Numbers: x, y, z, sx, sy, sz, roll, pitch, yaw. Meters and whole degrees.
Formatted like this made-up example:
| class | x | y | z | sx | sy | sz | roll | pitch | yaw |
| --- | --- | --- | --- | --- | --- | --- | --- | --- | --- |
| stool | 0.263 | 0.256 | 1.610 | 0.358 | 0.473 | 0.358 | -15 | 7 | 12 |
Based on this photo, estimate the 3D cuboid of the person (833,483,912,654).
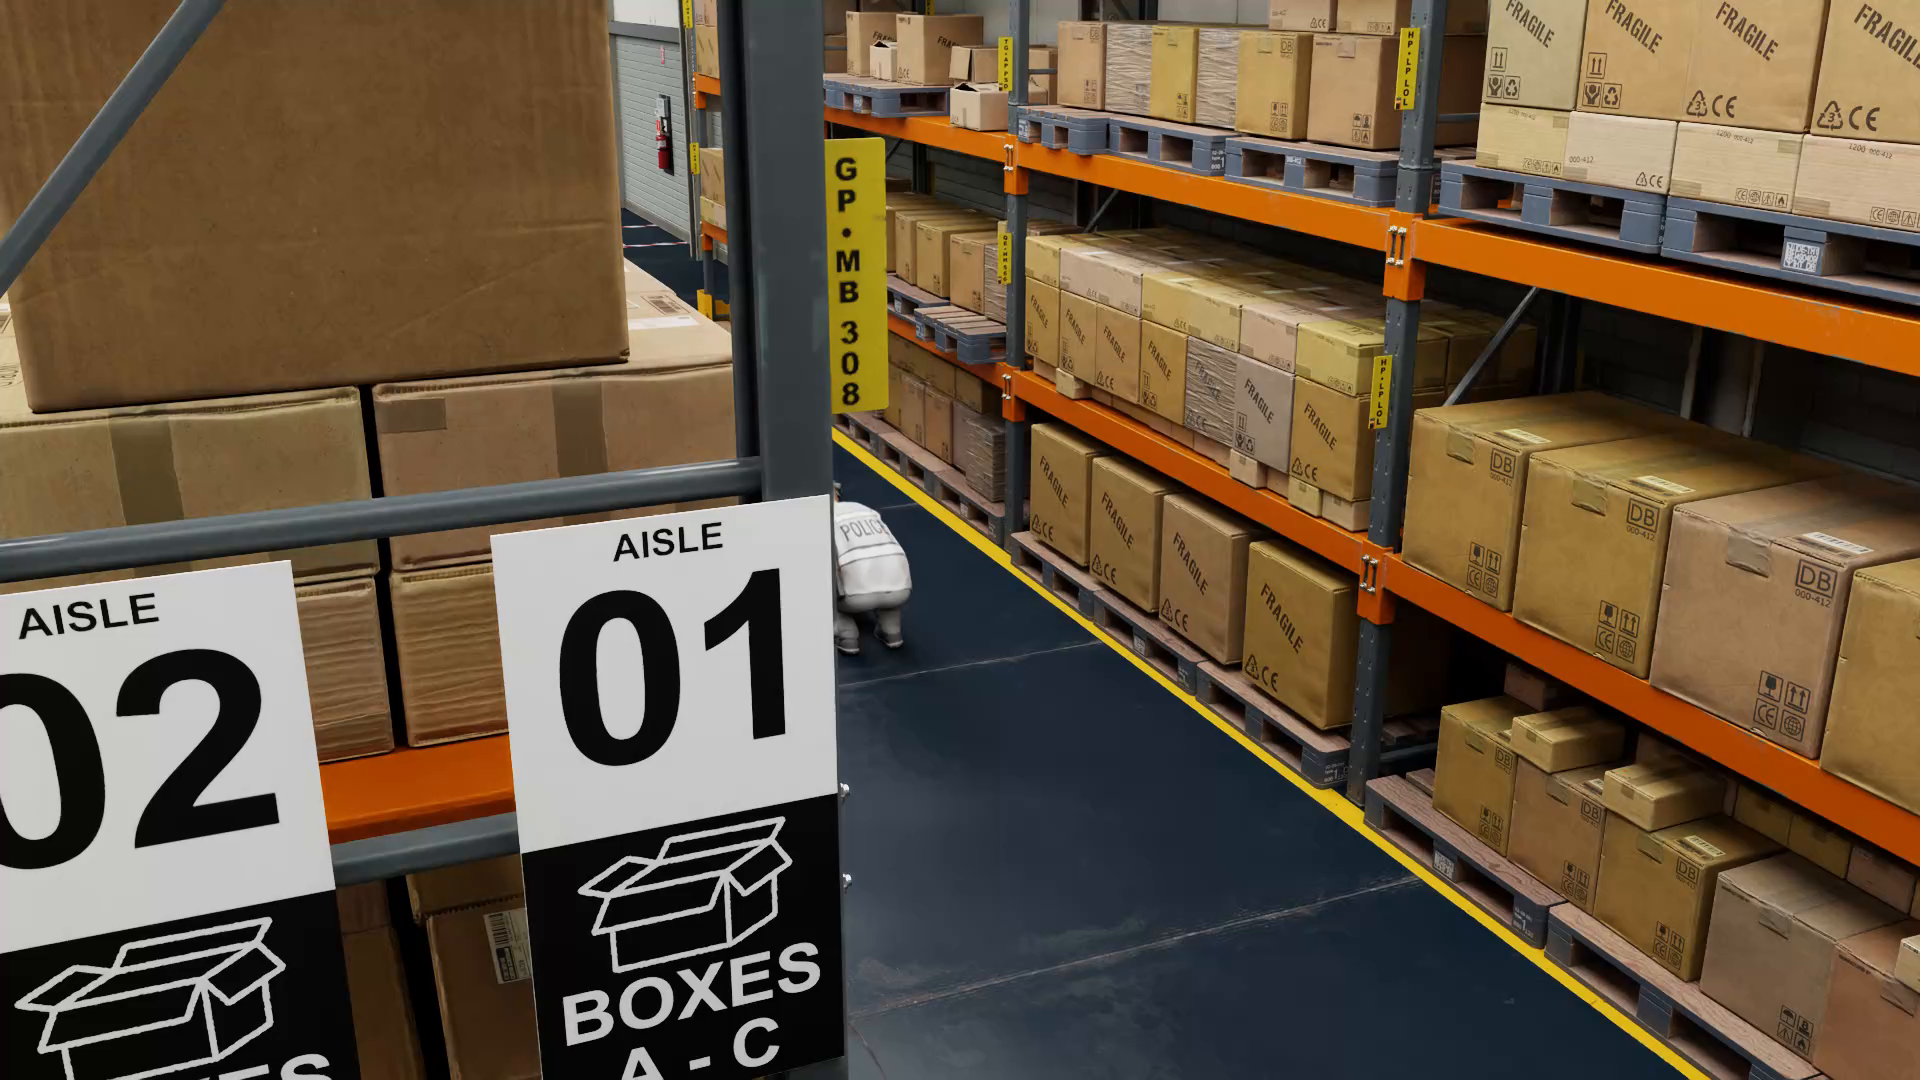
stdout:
| class | x | y | z | sx | sy | sz | roll | pitch | yaw |
| --- | --- | --- | --- | --- | --- | --- | --- | --- | --- |
| person | -0.633 | 0.163 | 9.944 | 0.550 | 0.899 | 0.957 | -8 | 20 | -22 |
